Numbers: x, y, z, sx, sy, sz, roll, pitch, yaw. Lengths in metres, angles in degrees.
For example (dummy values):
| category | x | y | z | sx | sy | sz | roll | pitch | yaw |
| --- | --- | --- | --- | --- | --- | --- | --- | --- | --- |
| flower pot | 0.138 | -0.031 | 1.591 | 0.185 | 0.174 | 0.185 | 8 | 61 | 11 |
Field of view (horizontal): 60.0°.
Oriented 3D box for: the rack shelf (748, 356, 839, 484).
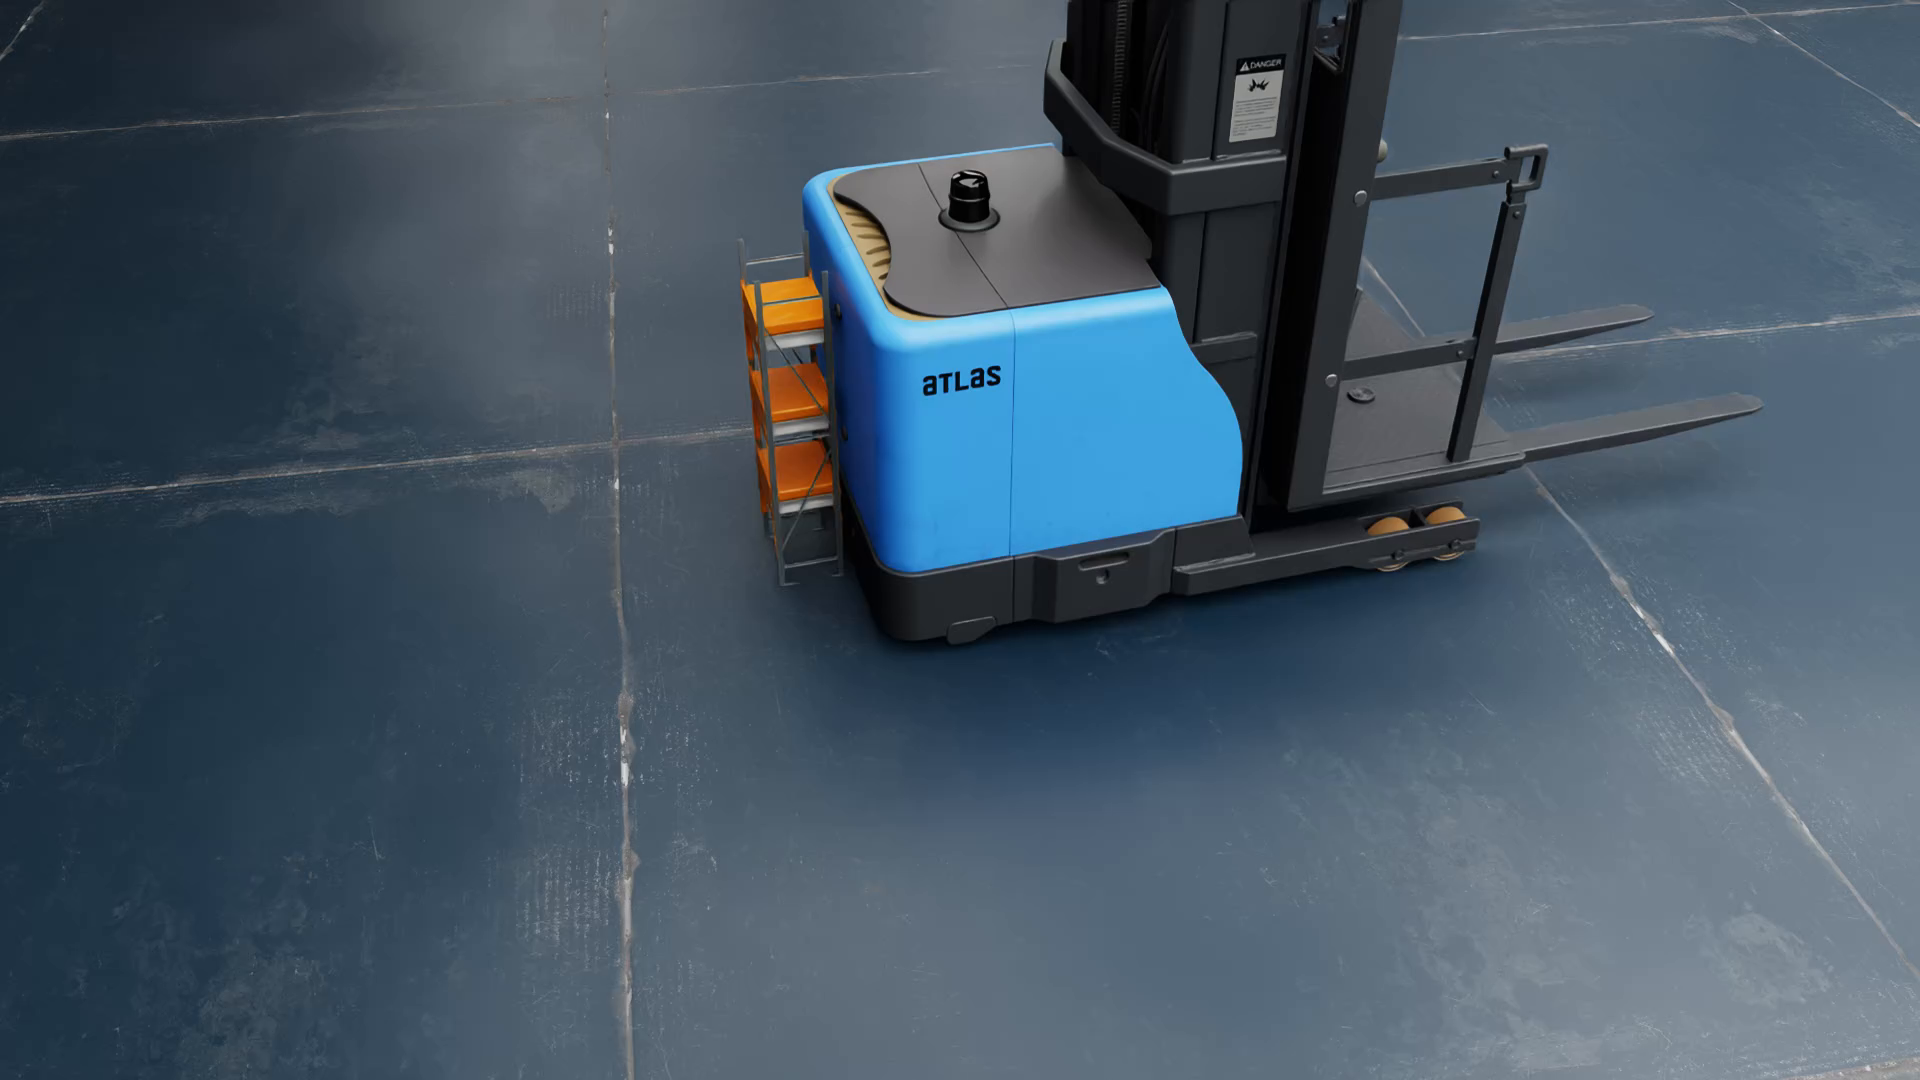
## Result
| category | x | y | z | sx | sy | sz | roll | pitch | yaw |
| --- | --- | --- | --- | --- | --- | --- | --- | --- | --- |
| rack shelf | -0.486 | -0.353 | 4.866 | 0.215 | 0.259 | 0.240 | -10 | 39 | -13 |

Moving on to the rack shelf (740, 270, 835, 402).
| category | x | y | z | sx | sy | sz | roll | pitch | yaw |
| --- | --- | --- | --- | --- | --- | --- | --- | --- | --- |
| rack shelf | -0.486 | -0.577 | 4.692 | 0.215 | 0.259 | 0.240 | -10 | 39 | -13 |

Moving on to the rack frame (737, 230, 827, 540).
| category | x | y | z | sx | sy | sz | roll | pitch | yaw |
| --- | --- | --- | --- | --- | --- | --- | --- | --- | --- |
| rack frame | -0.520 | -0.433 | 4.952 | 0.200 | 1.050 | 0.008 | -10 | 39 | -13 |

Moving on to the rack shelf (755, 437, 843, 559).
| category | x | y | z | sx | sy | sz | roll | pitch | yaw |
| --- | --- | --- | --- | --- | --- | --- | --- | --- | --- |
| rack shelf | -0.486 | -0.134 | 5.036 | 0.215 | 0.259 | 0.240 | -10 | 39 | -13 |

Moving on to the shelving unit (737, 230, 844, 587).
| category | x | y | z | sx | sy | sz | roll | pitch | yaw |
| --- | --- | --- | --- | --- | --- | --- | --- | --- | --- |
| shelving unit | -0.486 | -0.361 | 4.859 | 0.215 | 1.050 | 0.252 | -10 | 39 | -13 |

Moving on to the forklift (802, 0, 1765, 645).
| category | x | y | z | sx | sy | sz | roll | pitch | yaw |
| --- | --- | --- | --- | --- | --- | --- | --- | --- | --- |
| forklift | 1.098 | -1.362 | 4.615 | 3.031 | 2.935 | 1.130 | -10 | 39 | -13 |

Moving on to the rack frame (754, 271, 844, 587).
| category | x | y | z | sx | sy | sz | roll | pitch | yaw |
| --- | --- | --- | --- | --- | --- | --- | --- | --- | --- |
| rack frame | -0.452 | -0.289 | 4.767 | 0.200 | 1.050 | 0.008 | -10 | 39 | -13 |
